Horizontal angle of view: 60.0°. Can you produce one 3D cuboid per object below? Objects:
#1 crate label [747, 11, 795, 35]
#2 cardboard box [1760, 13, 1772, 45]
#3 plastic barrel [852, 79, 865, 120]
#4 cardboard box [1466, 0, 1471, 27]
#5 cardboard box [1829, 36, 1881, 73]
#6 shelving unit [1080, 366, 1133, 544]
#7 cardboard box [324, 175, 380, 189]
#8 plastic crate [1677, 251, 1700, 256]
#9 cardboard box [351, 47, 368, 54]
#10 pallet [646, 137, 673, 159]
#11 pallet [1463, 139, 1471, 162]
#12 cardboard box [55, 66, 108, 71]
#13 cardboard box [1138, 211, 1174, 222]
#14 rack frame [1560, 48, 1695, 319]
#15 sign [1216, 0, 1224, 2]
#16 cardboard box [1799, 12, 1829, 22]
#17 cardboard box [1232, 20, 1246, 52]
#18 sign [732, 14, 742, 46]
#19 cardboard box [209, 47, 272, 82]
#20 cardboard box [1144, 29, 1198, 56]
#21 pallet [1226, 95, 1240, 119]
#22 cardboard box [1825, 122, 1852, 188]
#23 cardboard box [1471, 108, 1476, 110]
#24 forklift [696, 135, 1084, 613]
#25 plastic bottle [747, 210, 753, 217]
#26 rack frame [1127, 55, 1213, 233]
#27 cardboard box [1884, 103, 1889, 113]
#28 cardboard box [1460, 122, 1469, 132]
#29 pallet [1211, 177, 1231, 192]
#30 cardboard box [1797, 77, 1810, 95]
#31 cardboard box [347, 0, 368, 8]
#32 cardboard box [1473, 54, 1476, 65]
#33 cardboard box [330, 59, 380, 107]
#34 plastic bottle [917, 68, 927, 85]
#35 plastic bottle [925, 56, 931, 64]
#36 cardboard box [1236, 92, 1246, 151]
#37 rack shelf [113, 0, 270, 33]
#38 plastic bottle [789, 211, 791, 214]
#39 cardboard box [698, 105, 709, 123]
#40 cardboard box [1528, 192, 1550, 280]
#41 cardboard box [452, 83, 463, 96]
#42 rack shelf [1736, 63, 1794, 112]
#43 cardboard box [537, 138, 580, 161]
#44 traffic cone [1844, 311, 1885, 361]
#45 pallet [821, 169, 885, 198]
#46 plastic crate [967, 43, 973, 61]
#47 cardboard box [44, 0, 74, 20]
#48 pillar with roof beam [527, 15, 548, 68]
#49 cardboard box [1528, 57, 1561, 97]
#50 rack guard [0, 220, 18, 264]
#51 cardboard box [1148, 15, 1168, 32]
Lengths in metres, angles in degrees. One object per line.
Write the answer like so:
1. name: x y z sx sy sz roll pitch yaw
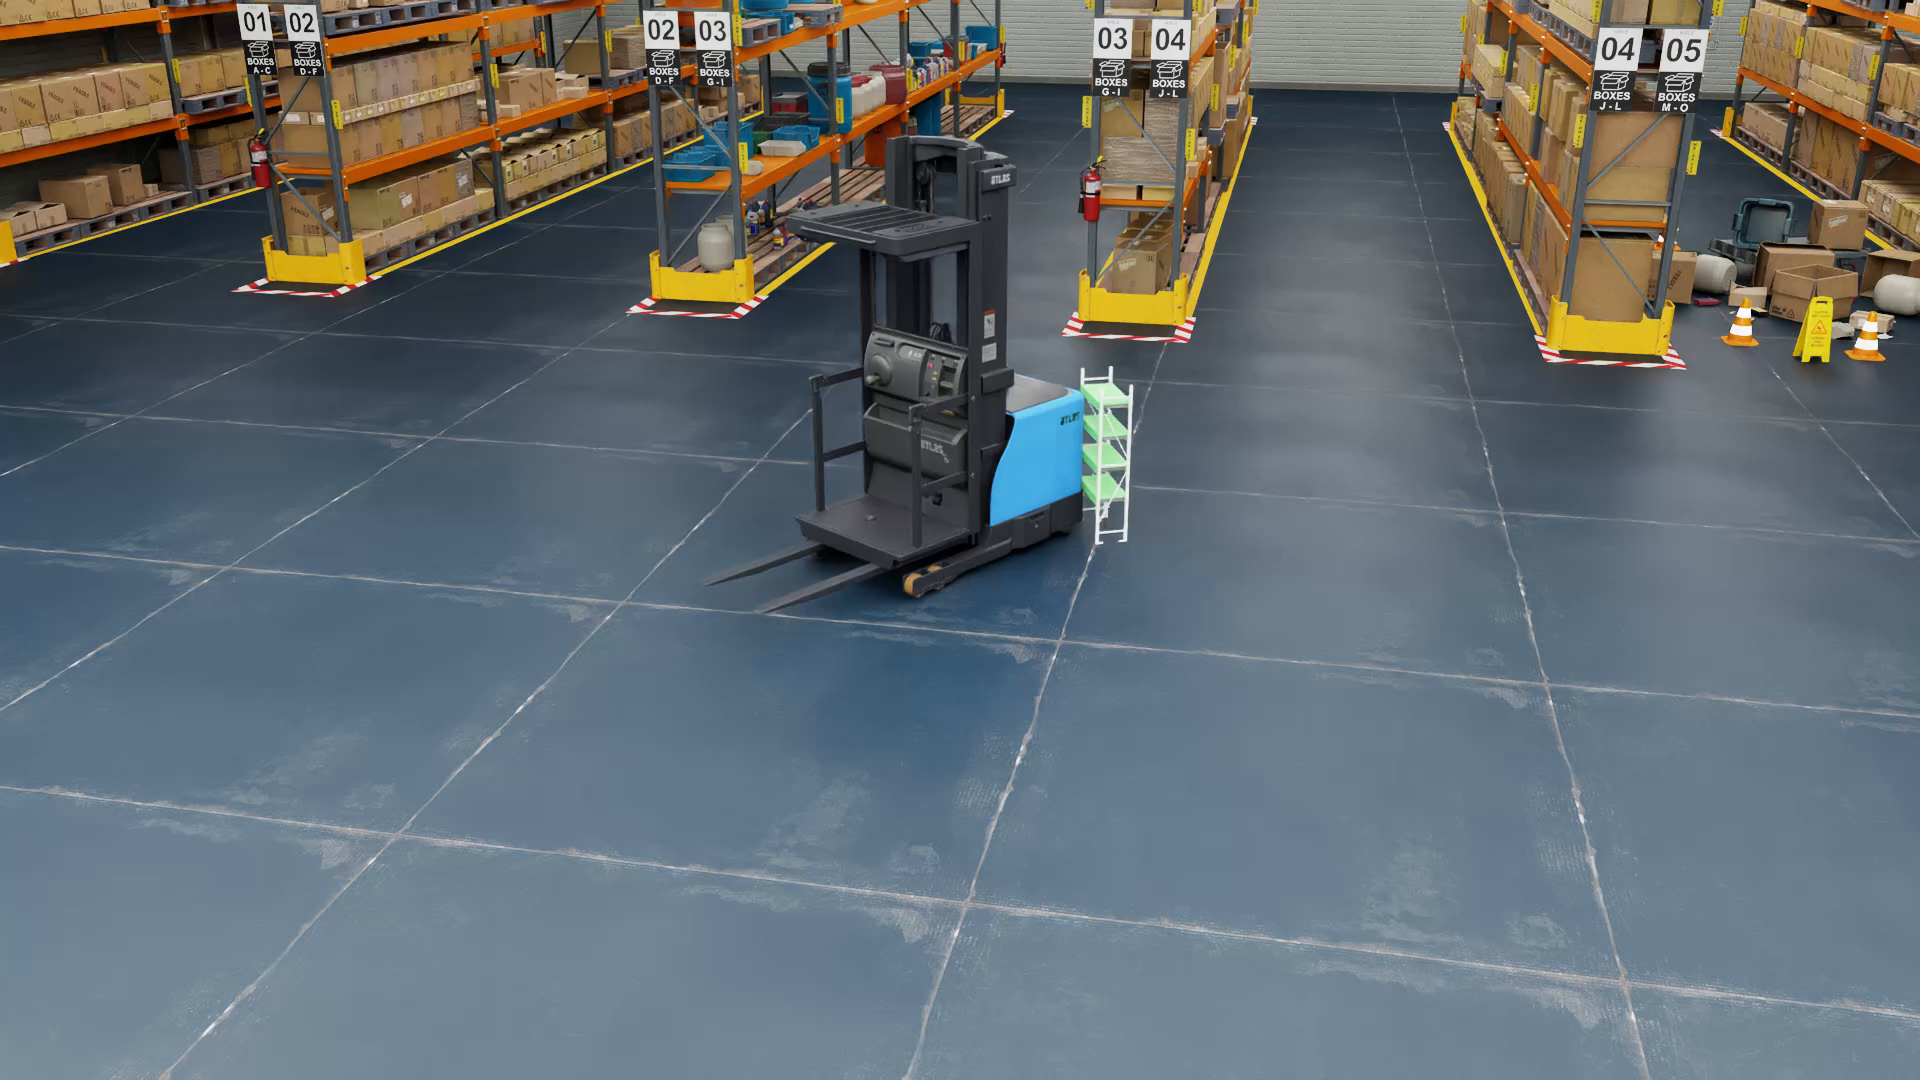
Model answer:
1. crate label: -2.253 -6.170 19.842 0.502 0.251 0.408 4 22 11
2. cardboard box: 14.284 -8.885 28.927 0.500 0.500 0.500 4 22 11
3. plastic barrel: -1.582 -6.316 23.838 0.433 0.535 0.433 0 22 0
4. cardboard box: 9.639 -9.751 30.681 0.500 0.500 0.500 4 22 11
5. cardboard box: 13.389 -7.254 24.878 0.500 0.500 0.500 4 22 10
6. shelving unit: 1.066 -0.630 12.312 0.258 1.200 0.503 -5 22 -11
7. cardboard box: -7.799 -4.420 21.428 0.500 0.500 0.500 4 22 11
8. plastic crate: 8.789 -3.417 20.511 0.450 0.188 0.662 7 21 42
9. cardboard box: -10.559 -8.412 28.666 0.500 0.500 0.500 5 23 13
10. pallet: -5.734 -6.914 29.240 1.003 0.211 1.213 4 22 11
11. pallet: 9.277 -6.739 28.804 1.003 0.211 1.213 4 22 11
12. cardboard box: -12.250 -6.349 23.273 0.500 0.500 0.500 4 22 11
13. cardboard box: 2.427 -3.723 20.365 0.500 0.500 0.500 2 22 6
14. rack frame: 6.726 -3.396 16.770 1.000 3.000 0.127 4 22 11
15. sign: 3.240 -6.866 20.680 0.100 0.325 0.005 4 22 11
16. cardboard box: 14.013 -8.570 27.278 0.380 0.149 0.250 4 22 11
17. cardboard box: 4.687 -8.771 28.916 0.500 0.500 0.500 4 22 11
18. sign: -2.420 -5.540 18.068 0.100 0.325 0.005 4 22 11
19. cardboard box: -11.343 -7.490 26.213 0.700 0.500 0.500 4 22 11
20. cardboard box: 2.242 -5.289 17.657 0.500 0.250 0.500 5 22 13
21. pallet: 3.482 -6.379 24.434 1.213 0.211 1.003 4 22 11
22. cardboard box: 13.633 -5.762 24.928 0.875 0.875 0.875 5 22 12
23. cardboard box: 9.344 -7.648 29.785 0.380 0.149 0.250 5 22 11
24. forklift: -0.461 -1.182 11.364 1.130 2.935 3.031 20 29 40
25. plastic bottle: -2.745 -4.200 21.831 0.097 0.271 0.097 0 22 0
26. rack frame: 2.707 -5.274 21.433 1.000 3.000 0.127 4 22 11
27. cardboard box: 12.976 -5.955 22.898 0.380 0.149 0.250 3 22 8
28. cardboard box: 9.299 -7.489 30.187 0.380 0.149 0.250 3 22 8
29. pallet: 3.758 -5.726 26.288 1.003 0.211 1.213 4 22 11
30. cardboard box: 13.693 -7.234 26.500 0.500 0.250 0.500 4 22 10
31. cardboard box: -7.394 -6.519 20.096 0.380 0.149 0.250 4 22 11
32. cardboard box: 8.644 -7.892 27.309 0.380 0.149 0.250 5 22 12
33. cardboard box: -7.586 -5.597 20.366 0.700 0.500 0.500 4 22 10
34. plastic bottle: -0.638 -7.697 27.617 0.152 0.276 0.135 4 22 11
35. plastic bottle: -0.556 -8.136 28.607 0.144 0.351 0.185 4 22 11
36. cardboard box: 4.228 -7.173 28.431 1.225 0.875 0.875 5 22 11
37. rack shelf: -11.432 -8.196 25.636 1.077 0.370 4.000 4 22 11
38. plastic bottle: -2.202 -4.148 21.685 0.061 0.283 0.133 4 22 11
39. cardboard box: -5.060 -8.050 31.336 0.500 0.311 0.500 4 22 11
40. cardboard box: 7.165 -3.513 19.343 0.875 0.875 0.875 5 22 11
41. cardboard box: -6.939 -6.075 22.421 0.380 0.149 0.250 4 22 9
42. rack shelf: 14.449 -7.842 28.772 1.077 0.370 4.000 4 22 11
43. cardboard box: -6.245 -6.087 25.821 0.500 0.311 0.500 4 22 11
44. traffic cone: 9.261 -2.094 16.935 0.336 0.463 0.334 4 22 11
45. pallet: -1.522 -5.540 25.827 1.003 0.211 1.213 4 22 11
46. plastic crate: -0.018 -9.094 30.997 0.437 0.282 0.530 4 22 11
47. cardboard box: -12.009 -7.075 21.730 0.500 0.500 0.500 6 23 14
48. pillar with roof beam: -5.473 -14.303 35.822 9.100 9.000 0.400 4 22 11
49. cardboard box: 7.948 -6.108 22.033 0.700 0.500 0.500 4 22 10
50. rack guard: -12.641 -3.812 21.149 1.175 0.500 0.348 4 22 11
51. cardboard box: 2.173 -5.401 17.400 0.380 0.149 0.250 4 22 11
